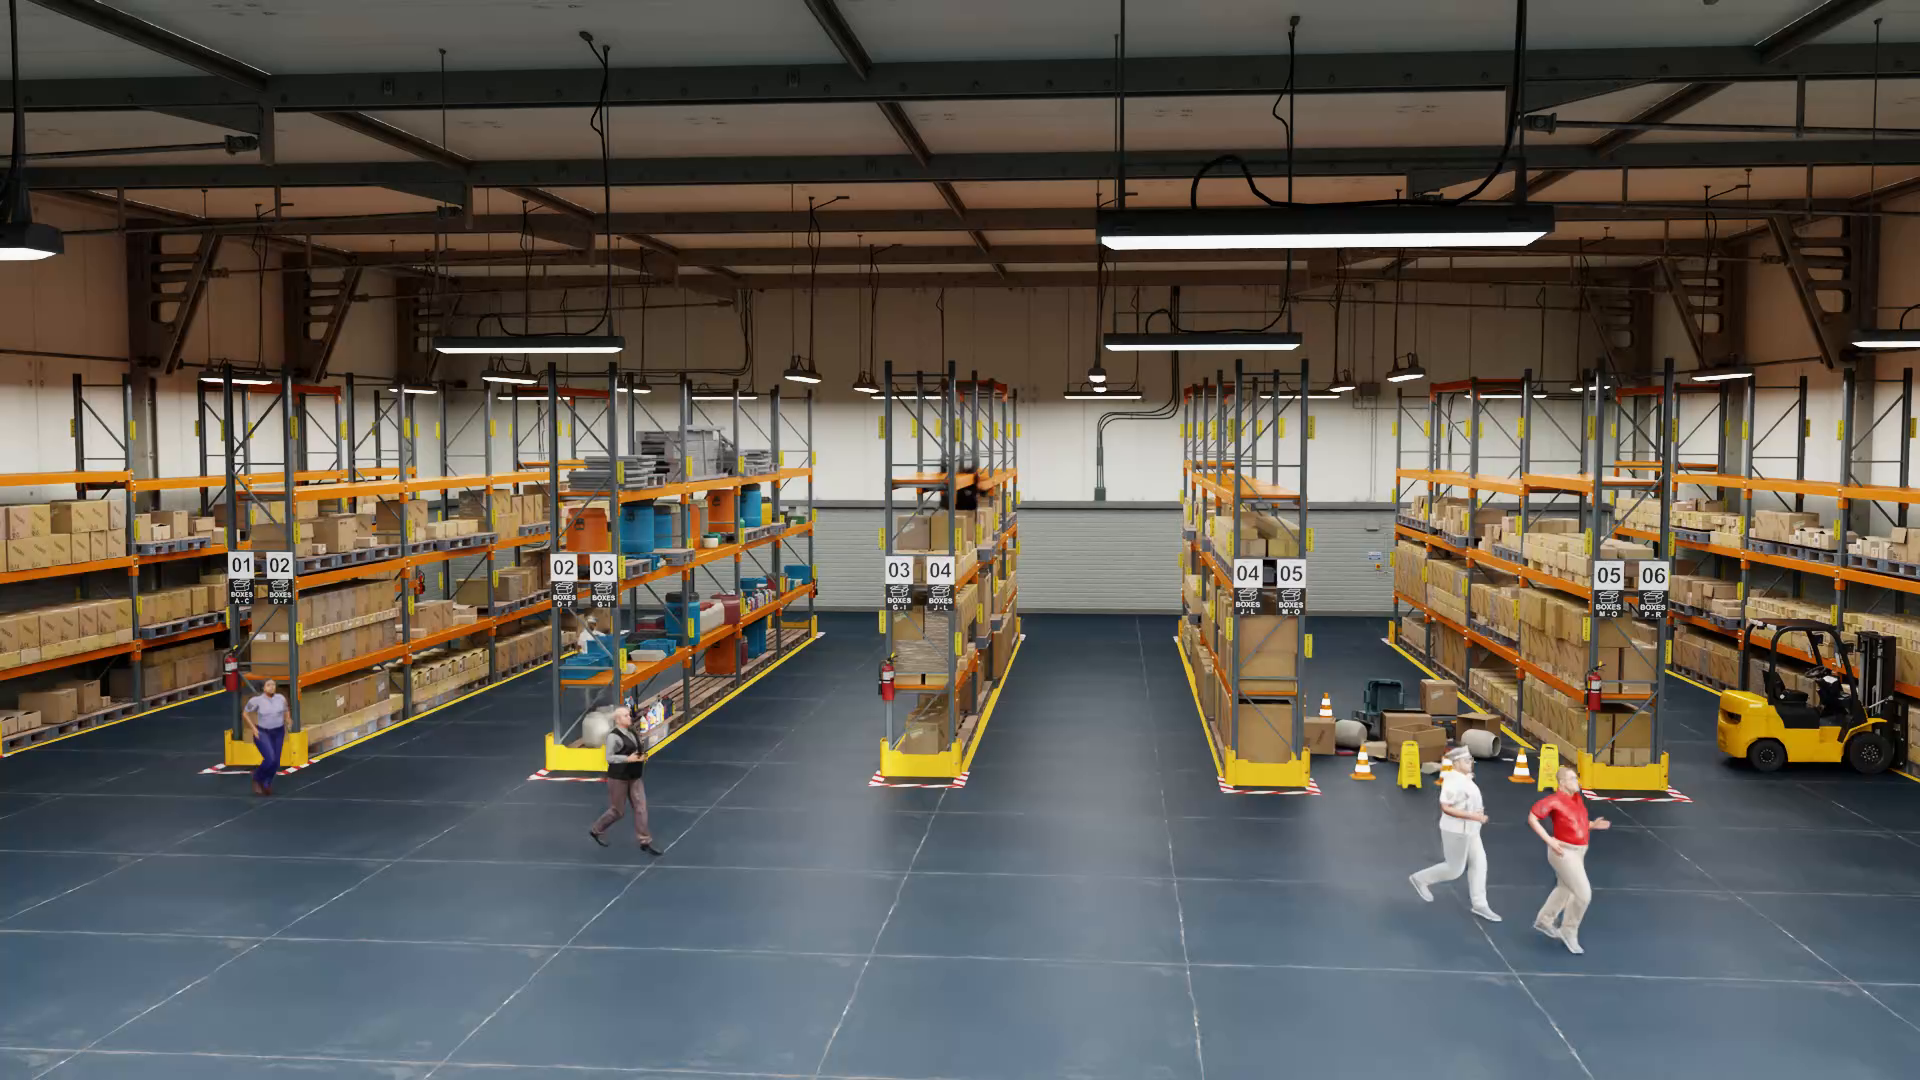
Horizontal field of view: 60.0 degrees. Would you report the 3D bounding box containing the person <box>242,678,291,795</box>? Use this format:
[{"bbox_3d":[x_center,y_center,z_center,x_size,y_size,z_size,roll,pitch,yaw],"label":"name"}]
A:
[{"bbox_3d":[-9.430,2.695,22.797,0.585,1.606,0.586,3,5,38],"label":"person"}]

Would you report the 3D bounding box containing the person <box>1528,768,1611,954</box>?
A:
[{"bbox_3d":[5.894,3.098,16.089,0.725,1.790,0.633,3,5,42],"label":"person"}]

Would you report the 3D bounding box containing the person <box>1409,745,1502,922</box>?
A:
[{"bbox_3d":[5.135,2.996,17.163,0.944,1.790,0.664,3,5,38],"label":"person"}]

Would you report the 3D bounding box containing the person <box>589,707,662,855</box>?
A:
[{"bbox_3d":[-3.950,2.920,19.588,0.950,1.542,0.657,2,4,26],"label":"person"}]

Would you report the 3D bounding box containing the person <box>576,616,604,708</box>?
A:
[{"bbox_3d":[-6.695,2.193,30.150,0.558,1.650,0.681,0,4,-1],"label":"person"}]
